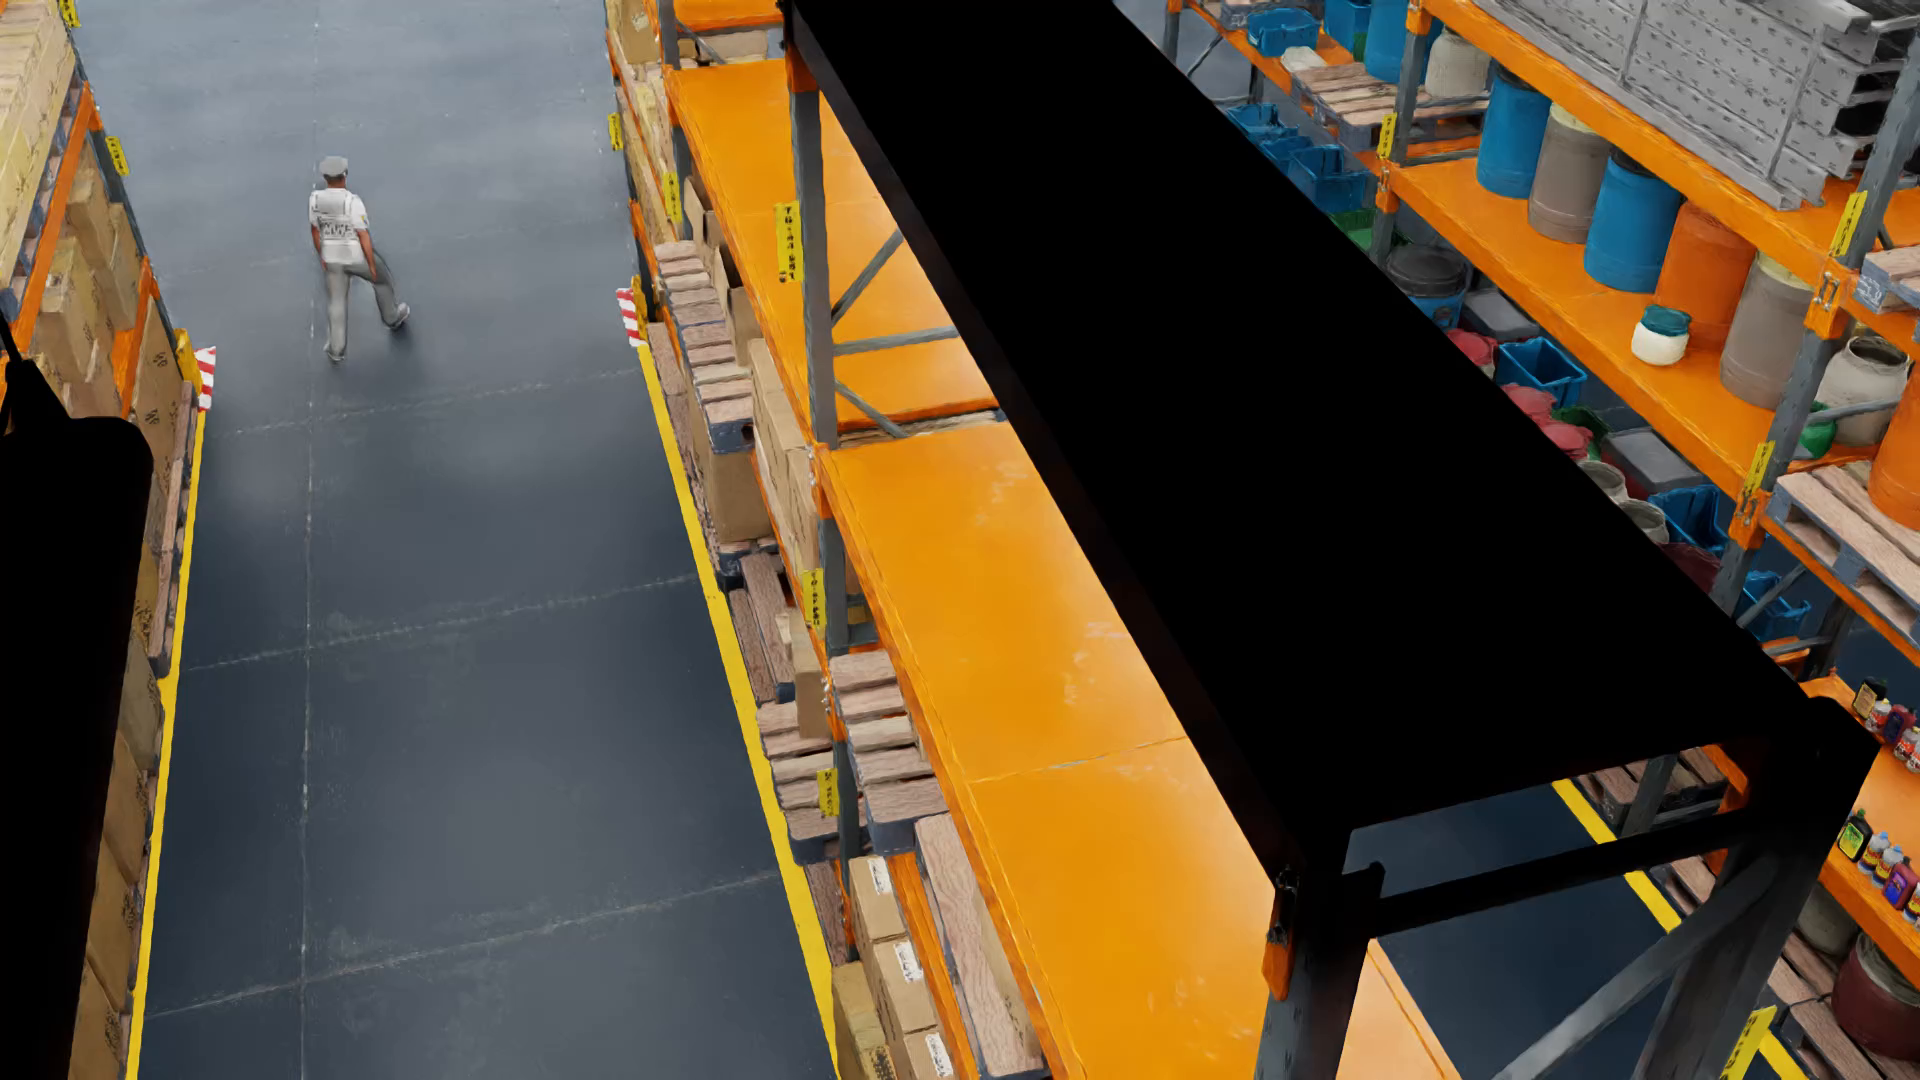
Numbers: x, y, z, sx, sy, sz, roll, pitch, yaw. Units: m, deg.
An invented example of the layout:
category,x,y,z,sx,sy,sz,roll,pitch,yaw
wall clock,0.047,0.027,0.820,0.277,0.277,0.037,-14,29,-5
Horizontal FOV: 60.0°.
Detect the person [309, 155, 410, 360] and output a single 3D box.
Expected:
category,x,y,z,sx,sy,sz,roll,pitch,yaw
person,-5.383,-2.502,14.616,0.582,1.700,0.981,3,38,4
